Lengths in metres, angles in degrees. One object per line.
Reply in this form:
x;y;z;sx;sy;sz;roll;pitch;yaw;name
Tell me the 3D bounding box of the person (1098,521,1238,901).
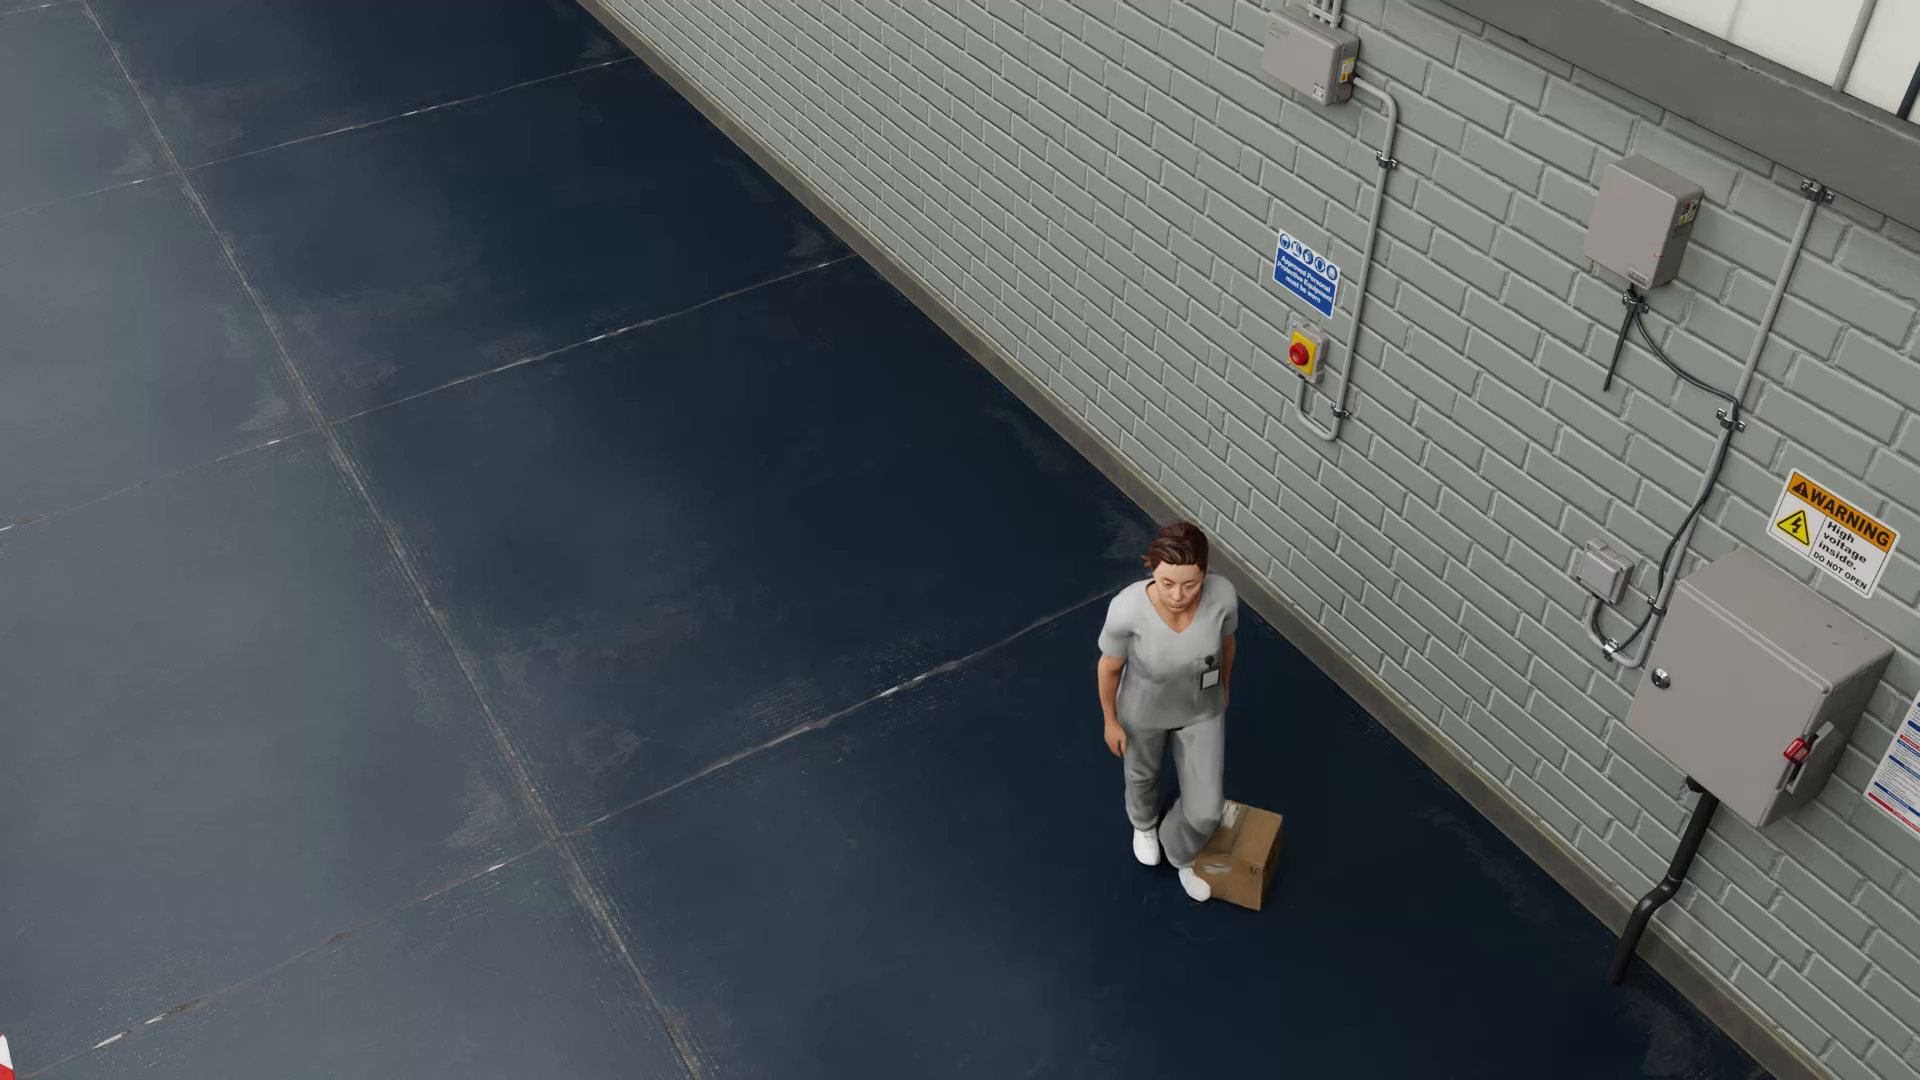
0.671;0.548;5.514;0.470;1.664;0.530;0;41;-1;person
